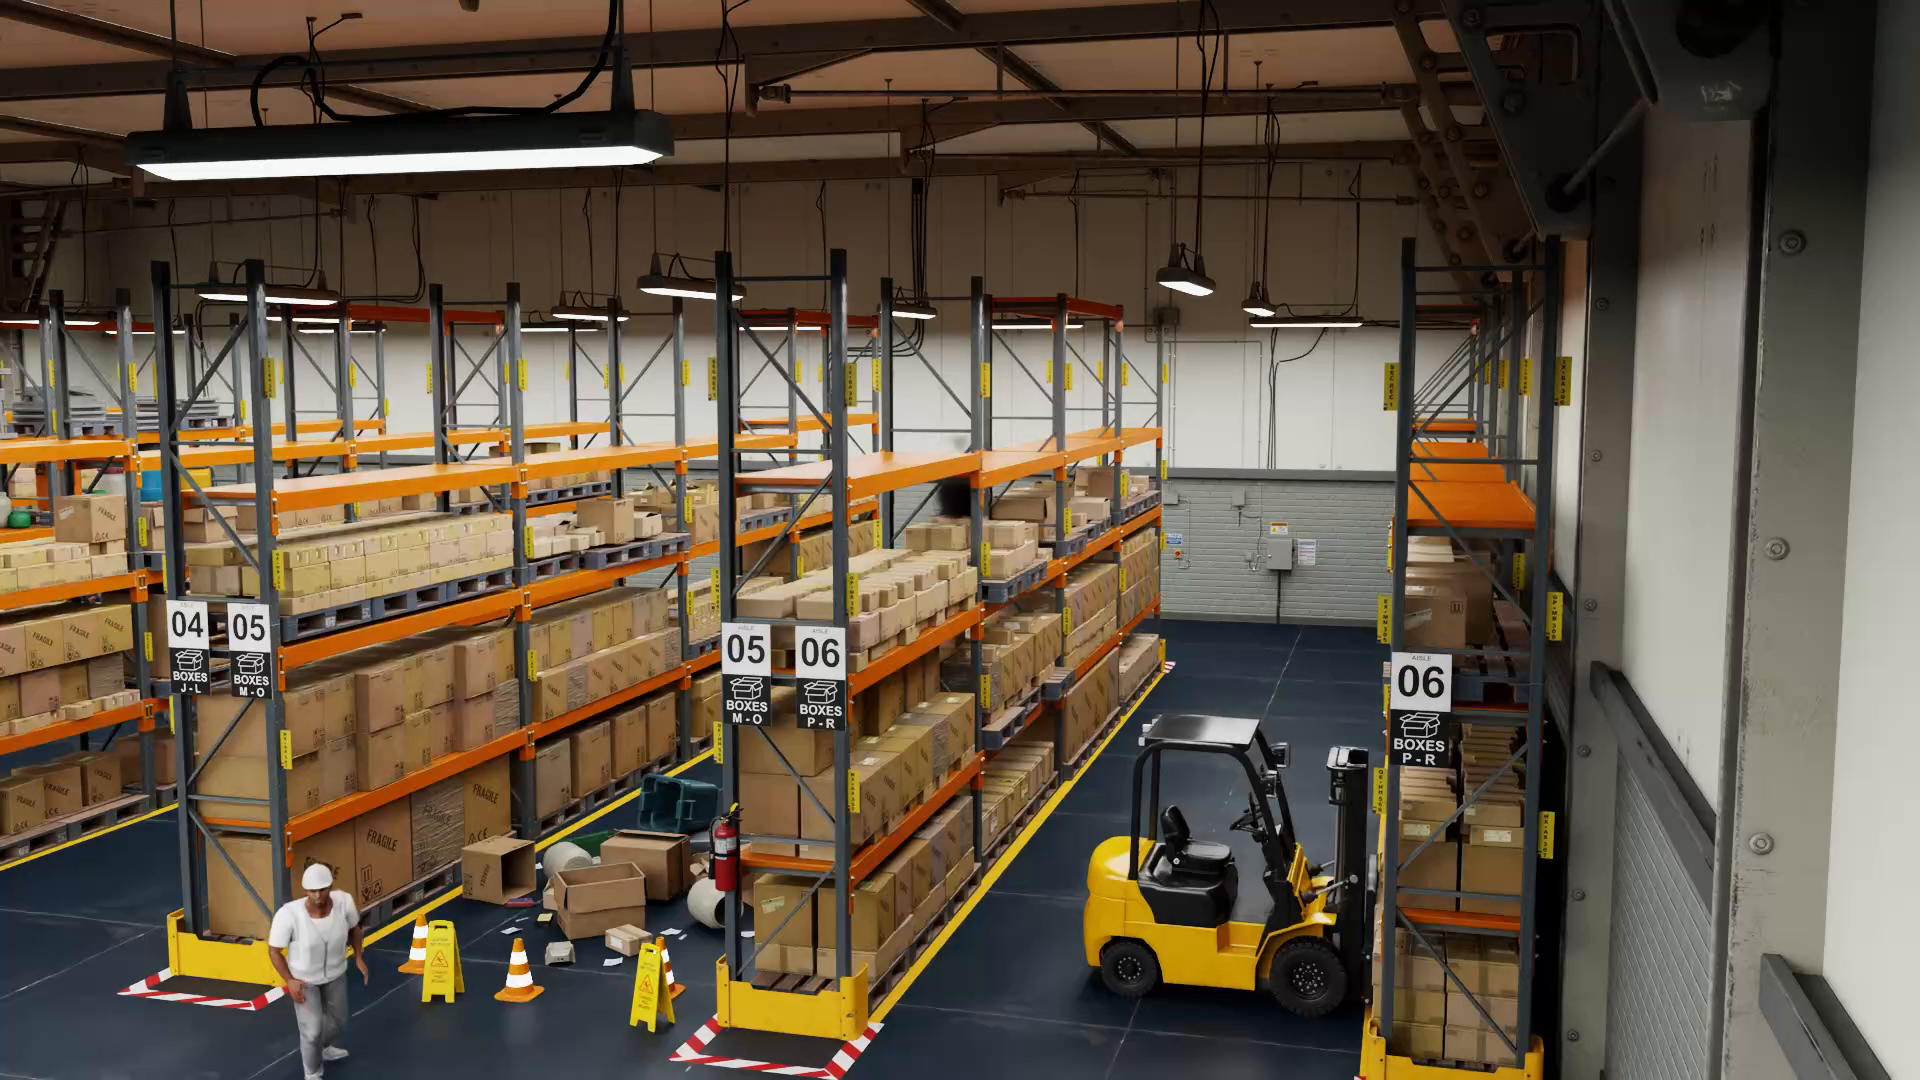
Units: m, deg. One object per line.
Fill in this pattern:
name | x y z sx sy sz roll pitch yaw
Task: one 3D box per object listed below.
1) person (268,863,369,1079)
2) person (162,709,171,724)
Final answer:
person | -4.595 3.079 11.826 0.802 1.702 0.673 6 8 44
person | -10.687 2.012 22.486 0.679 1.584 0.917 -1 6 -5
